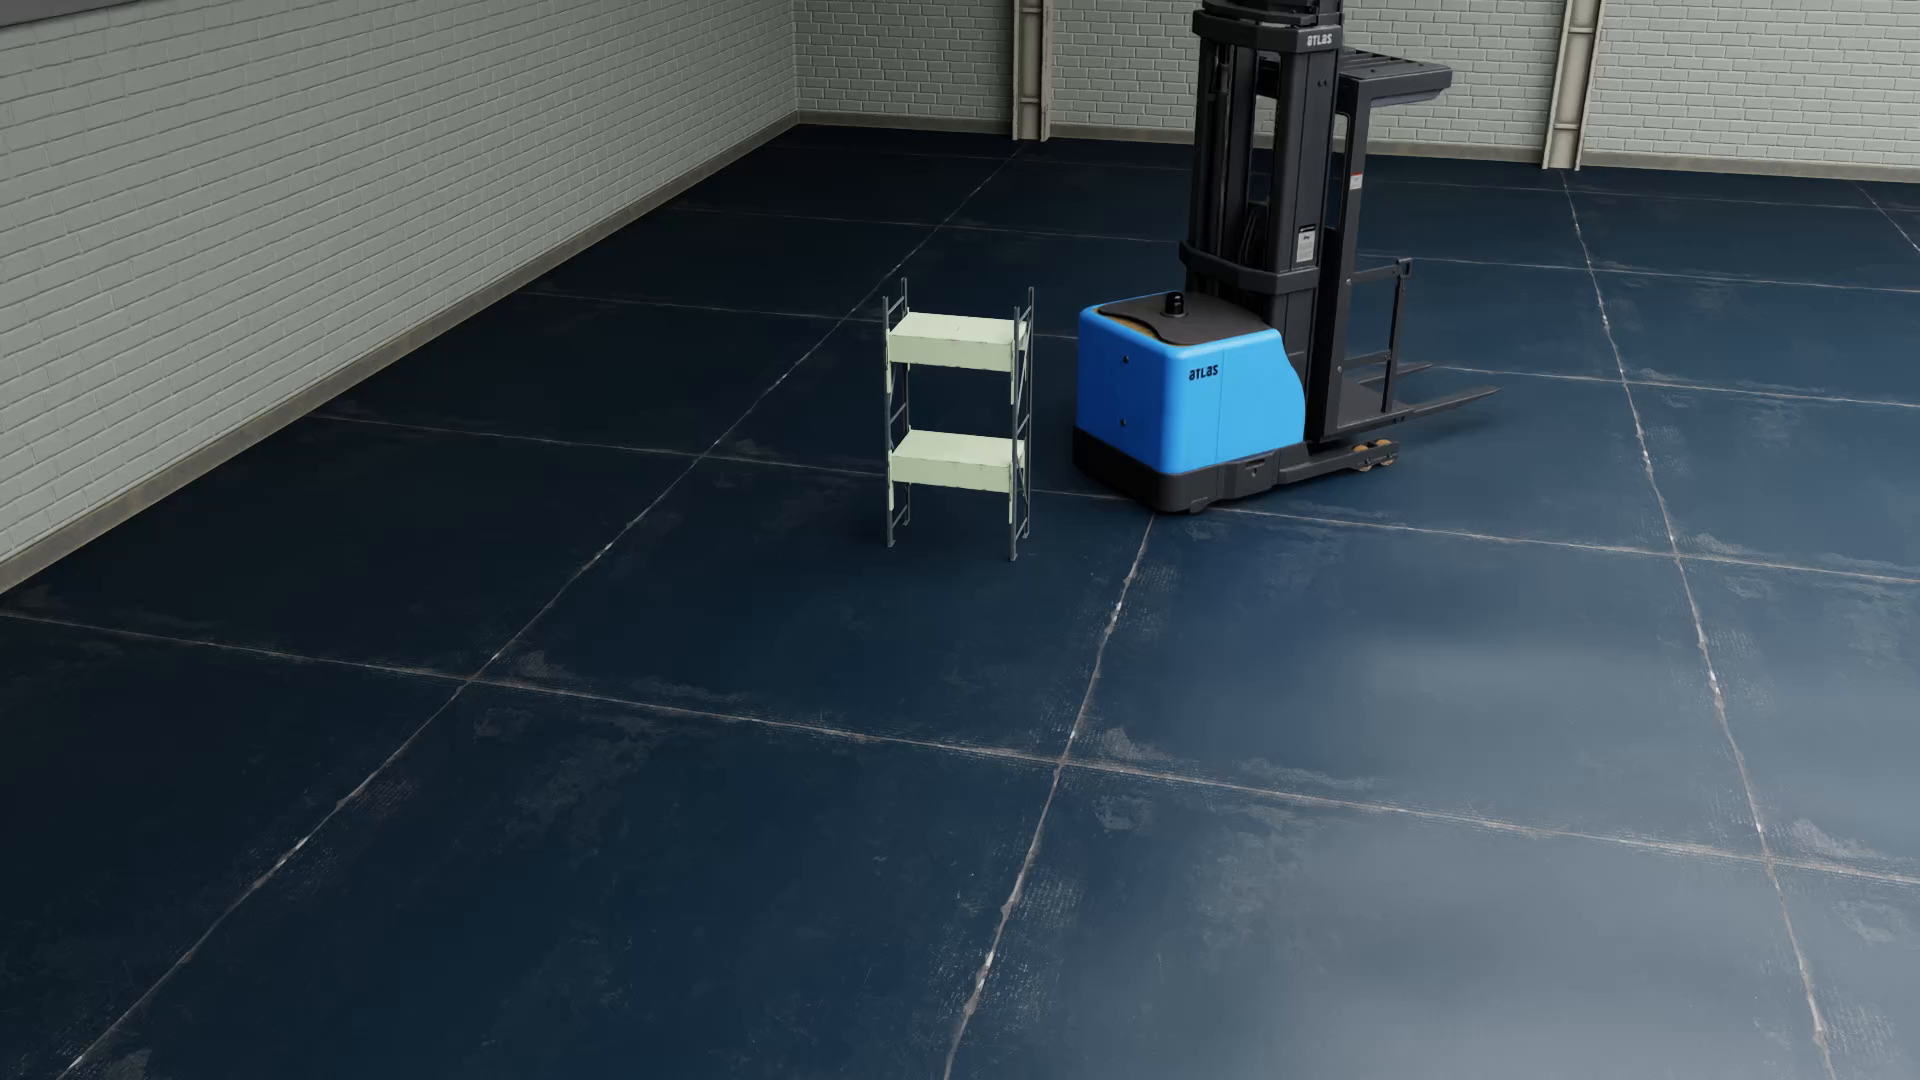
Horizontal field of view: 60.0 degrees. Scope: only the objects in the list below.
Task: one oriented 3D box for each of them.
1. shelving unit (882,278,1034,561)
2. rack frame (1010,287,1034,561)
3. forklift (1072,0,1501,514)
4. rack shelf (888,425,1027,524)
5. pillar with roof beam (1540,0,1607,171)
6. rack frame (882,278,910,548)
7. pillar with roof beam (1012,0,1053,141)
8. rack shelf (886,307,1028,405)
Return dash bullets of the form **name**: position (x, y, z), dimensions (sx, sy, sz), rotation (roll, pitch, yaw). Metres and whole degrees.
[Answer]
- **shelving unit**: position (-0.006, -0.678, 9.429), dimensions (0.755, 1.500, 0.431), rotation (6, 26, 13)
- **rack frame**: position (0.348, -0.639, 9.347), dimensions (0.023, 1.500, 0.400), rotation (6, 26, 13)
- **forklift**: position (2.244, -1.940, 10.416), dimensions (3.031, 2.935, 1.130), rotation (-15, 29, -28)
- **rack shelf**: position (-0.006, -0.384, 9.569), dimensions (0.720, 0.370, 0.431), rotation (6, 26, 13)
- **pillar with roof beam**: position (5.585, -6.418, 12.763), dimensions (0.400, 9.000, 9.100), rotation (6, 26, 13)
- **rack frame**: position (-0.361, -0.717, 9.511), dimensions (0.023, 1.500, 0.400), rotation (6, 26, 13)
- **pillar with roof beam**: position (-0.225, -7.061, 14.112), dimensions (0.400, 9.000, 9.100), rotation (6, 26, 13)
- **rack shelf**: position (-0.006, -1.030, 9.261), dimensions (0.720, 0.370, 0.431), rotation (6, 26, 13)
